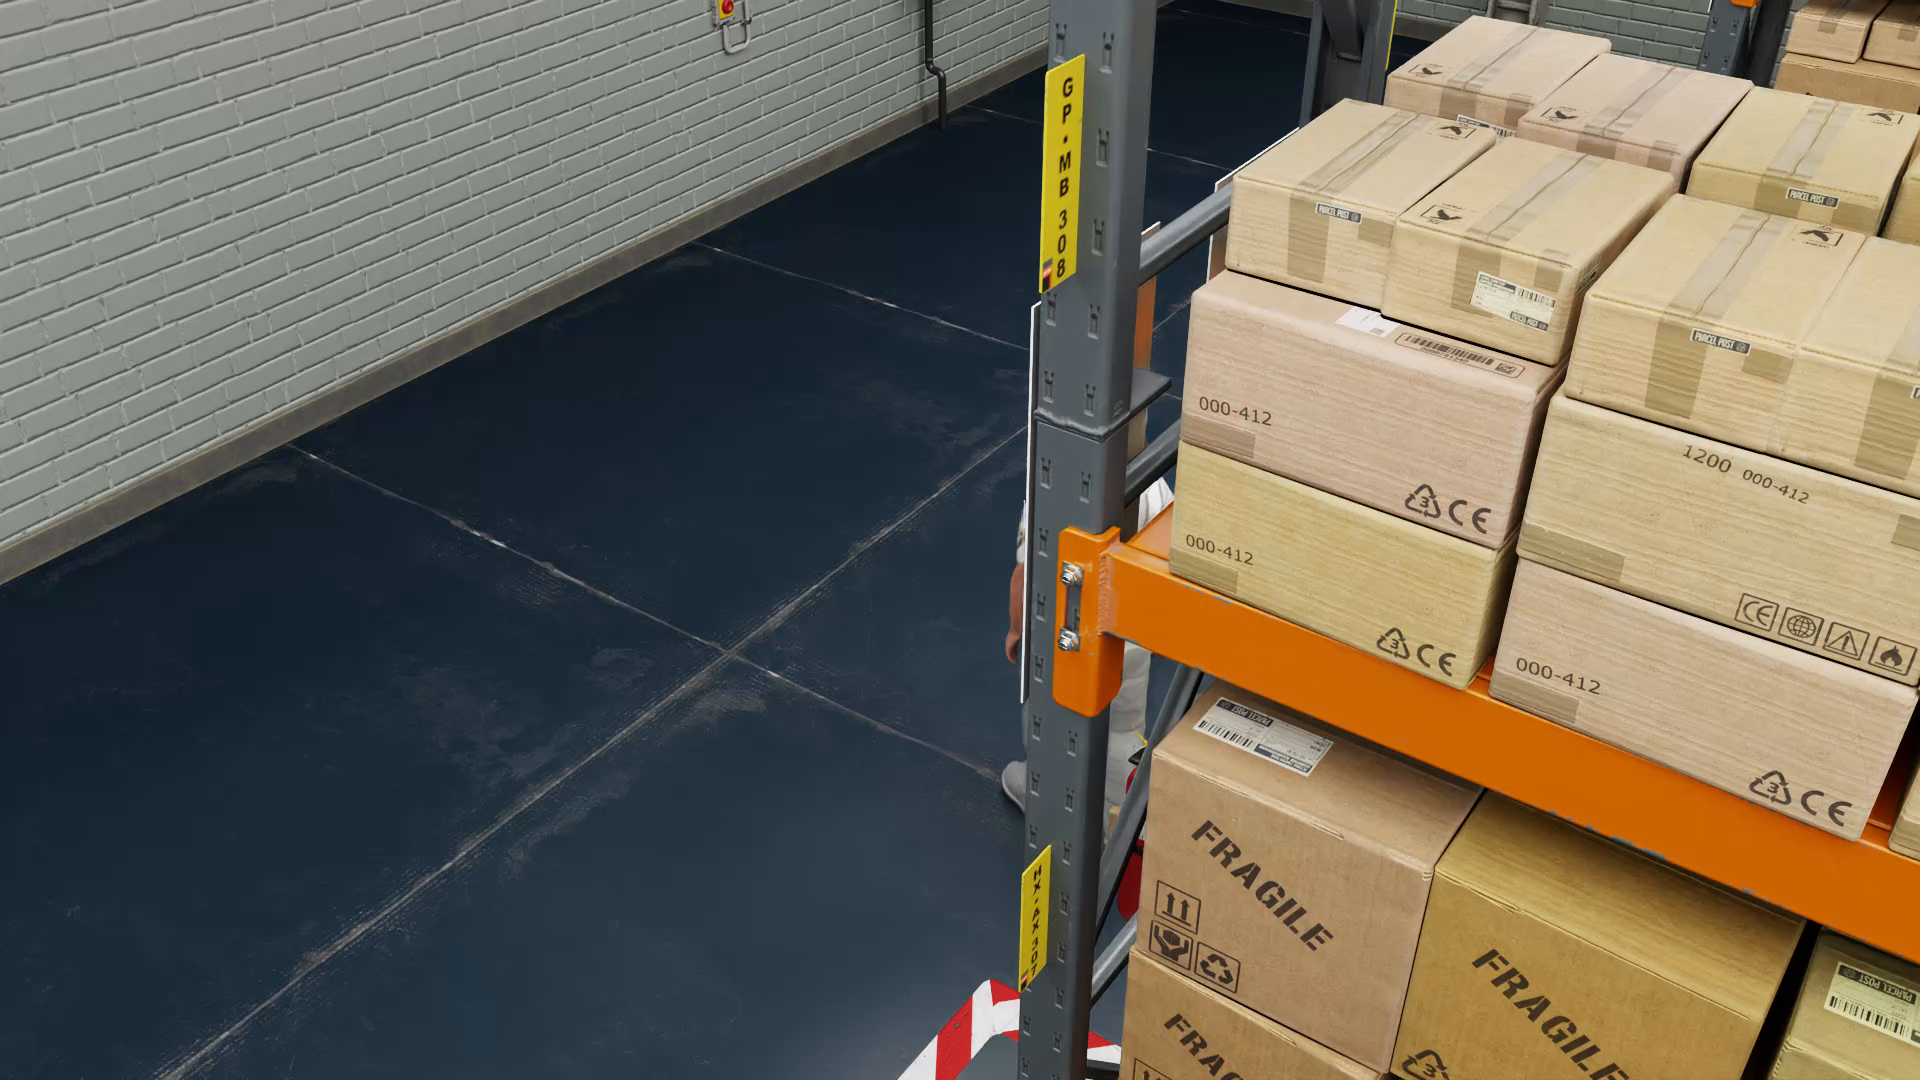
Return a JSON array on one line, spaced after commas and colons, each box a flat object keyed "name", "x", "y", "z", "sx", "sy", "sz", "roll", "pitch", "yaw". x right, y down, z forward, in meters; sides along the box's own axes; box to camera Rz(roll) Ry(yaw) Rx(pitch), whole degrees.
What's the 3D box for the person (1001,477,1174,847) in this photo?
[{"name": "person", "x": 0.452, "y": 0.286, "z": 5.675, "sx": 0.594, "sy": 1.752, "sz": 0.476, "roll": -1, "pitch": 34, "yaw": -2}]
